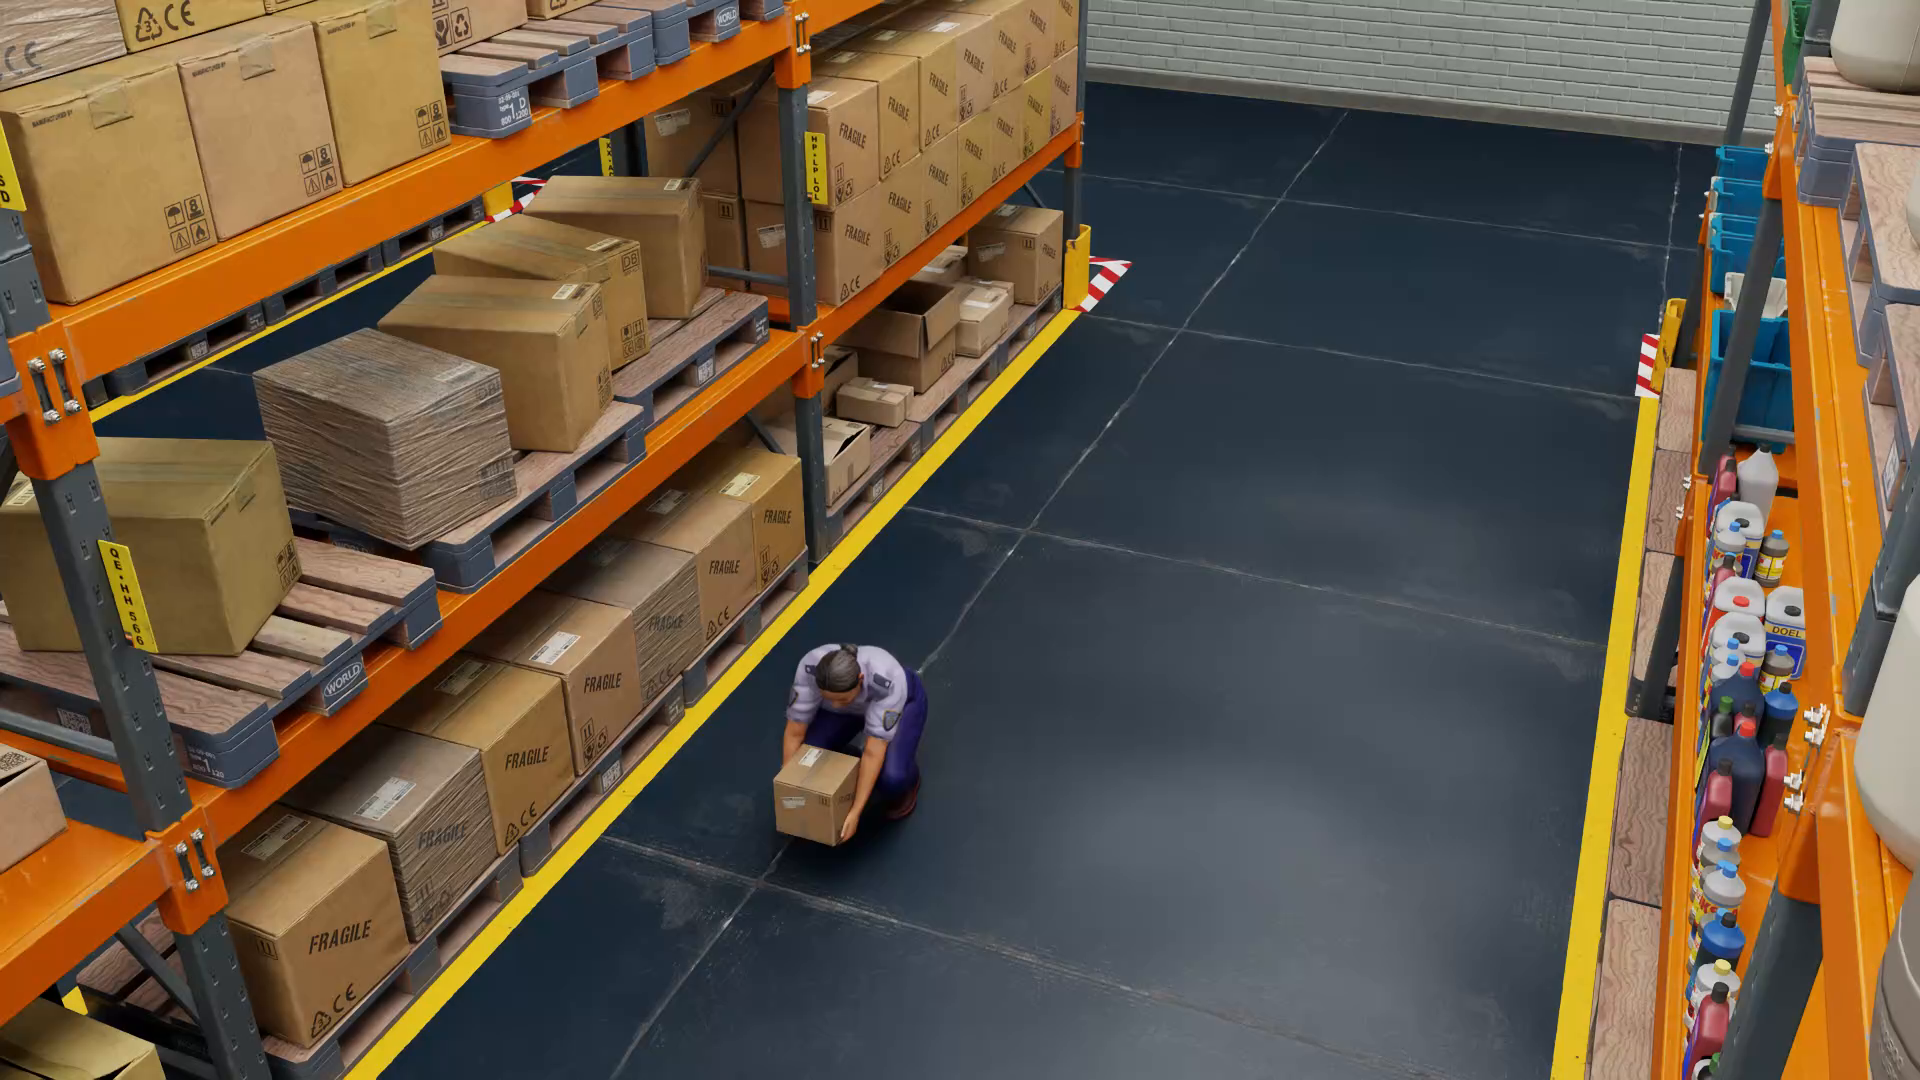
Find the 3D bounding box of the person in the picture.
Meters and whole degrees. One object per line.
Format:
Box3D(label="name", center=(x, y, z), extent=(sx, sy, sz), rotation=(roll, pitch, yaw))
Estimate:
Box3D(label="person", center=(-0.419, 0.716, 6.621), extent=(0.519, 0.942, 0.832), rotation=(11, 32, 18))
